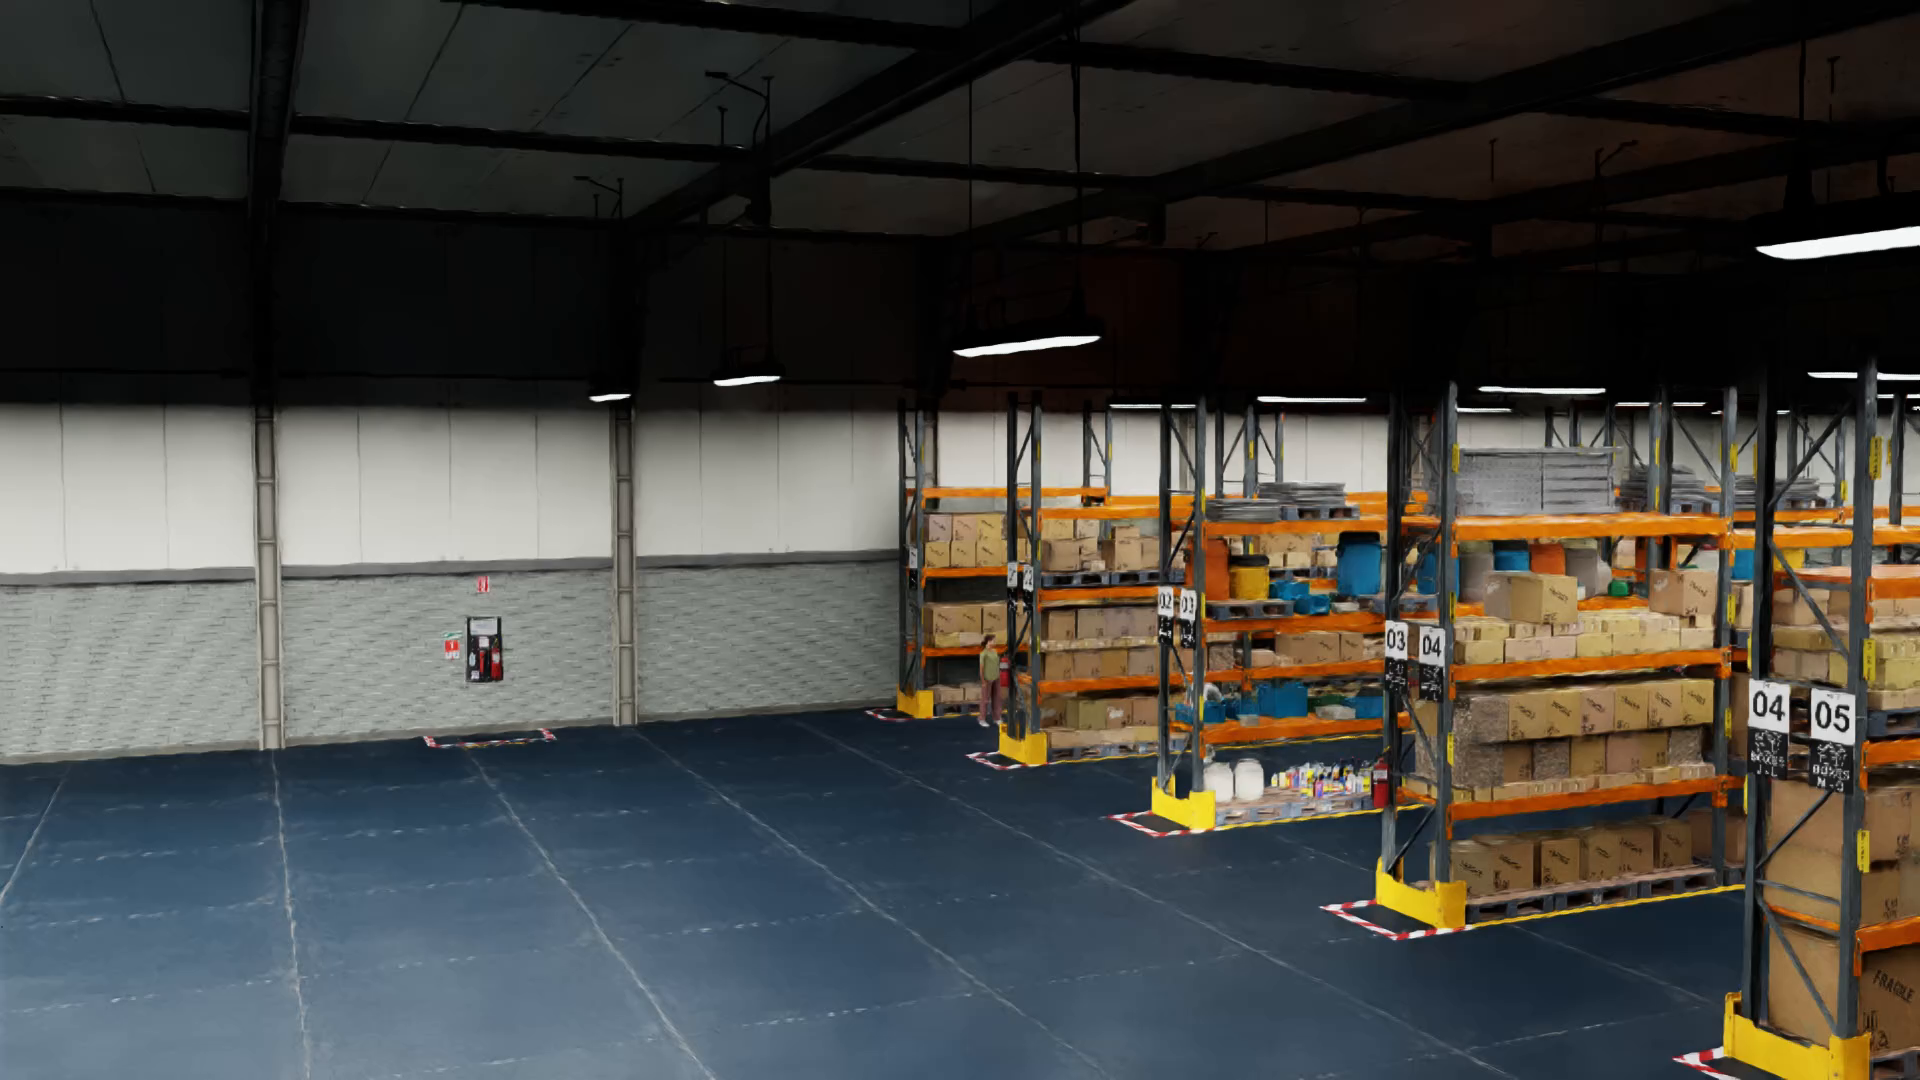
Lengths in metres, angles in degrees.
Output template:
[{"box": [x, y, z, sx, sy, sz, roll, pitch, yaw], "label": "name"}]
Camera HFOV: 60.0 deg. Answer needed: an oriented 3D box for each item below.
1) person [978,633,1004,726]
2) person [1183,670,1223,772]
[{"box": [0.581, 2.541, 30.289, 0.445, 1.674, 0.495, 3, 4, 39], "label": "person"}, {"box": [3.778, 2.792, 25.648, 0.838, 1.716, 0.686, -3, 4, -39], "label": "person"}]
